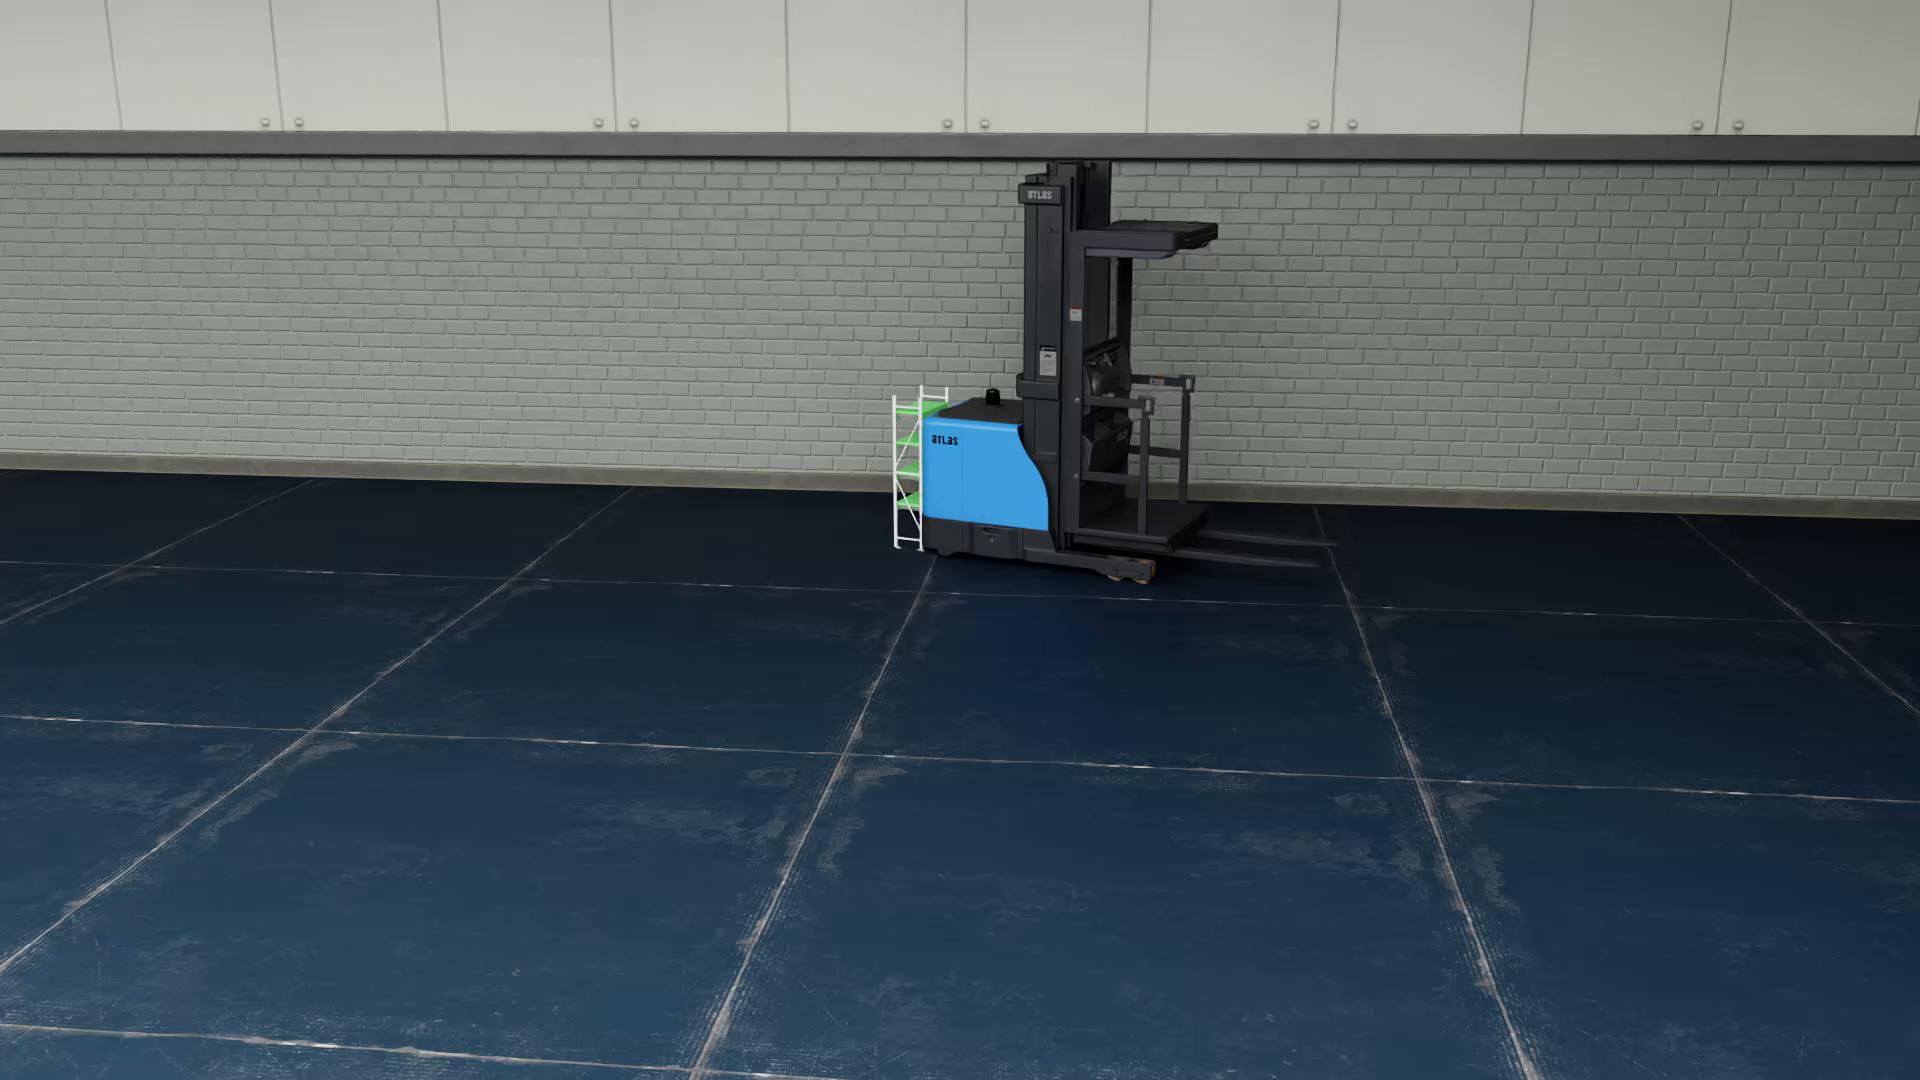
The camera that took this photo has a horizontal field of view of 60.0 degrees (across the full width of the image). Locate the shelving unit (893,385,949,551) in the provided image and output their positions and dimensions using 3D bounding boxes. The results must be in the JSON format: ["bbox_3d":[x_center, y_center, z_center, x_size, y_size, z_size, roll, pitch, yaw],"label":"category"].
[{"bbox_3d":[-0.300,-0.566,12.958,0.258,1.200,0.503,7,16,23],"label":"shelving unit"}]

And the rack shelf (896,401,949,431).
[{"bbox_3d":[-0.300,-0.968,12.849,0.258,0.148,0.480,7,16,23],"label":"rack shelf"}]

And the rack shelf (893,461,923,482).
[{"bbox_3d":[-0.300,-0.505,12.975,0.258,0.148,0.480,7,16,23],"label":"rack shelf"}]

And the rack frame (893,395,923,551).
[{"bbox_3d":[-0.398,-0.508,12.742,0.240,1.200,0.015,7,16,23],"label":"rack frame"}]

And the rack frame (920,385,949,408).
[{"bbox_3d":[-0.202,-0.625,13.174,0.240,1.200,0.015,7,16,23],"label":"rack frame"}]

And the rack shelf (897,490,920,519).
[{"bbox_3d":[-0.300,-0.273,13.037,0.258,0.148,0.480,7,16,23],"label":"rack shelf"}]

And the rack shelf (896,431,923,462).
[{"bbox_3d":[-0.300,-0.736,12.912,0.258,0.148,0.480,7,16,23],"label":"rack shelf"}]

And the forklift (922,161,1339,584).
[{"bbox_3d":[1.269,-1.257,12.195,3.031,2.935,1.130,7,17,23],"label":"forklift"}]
